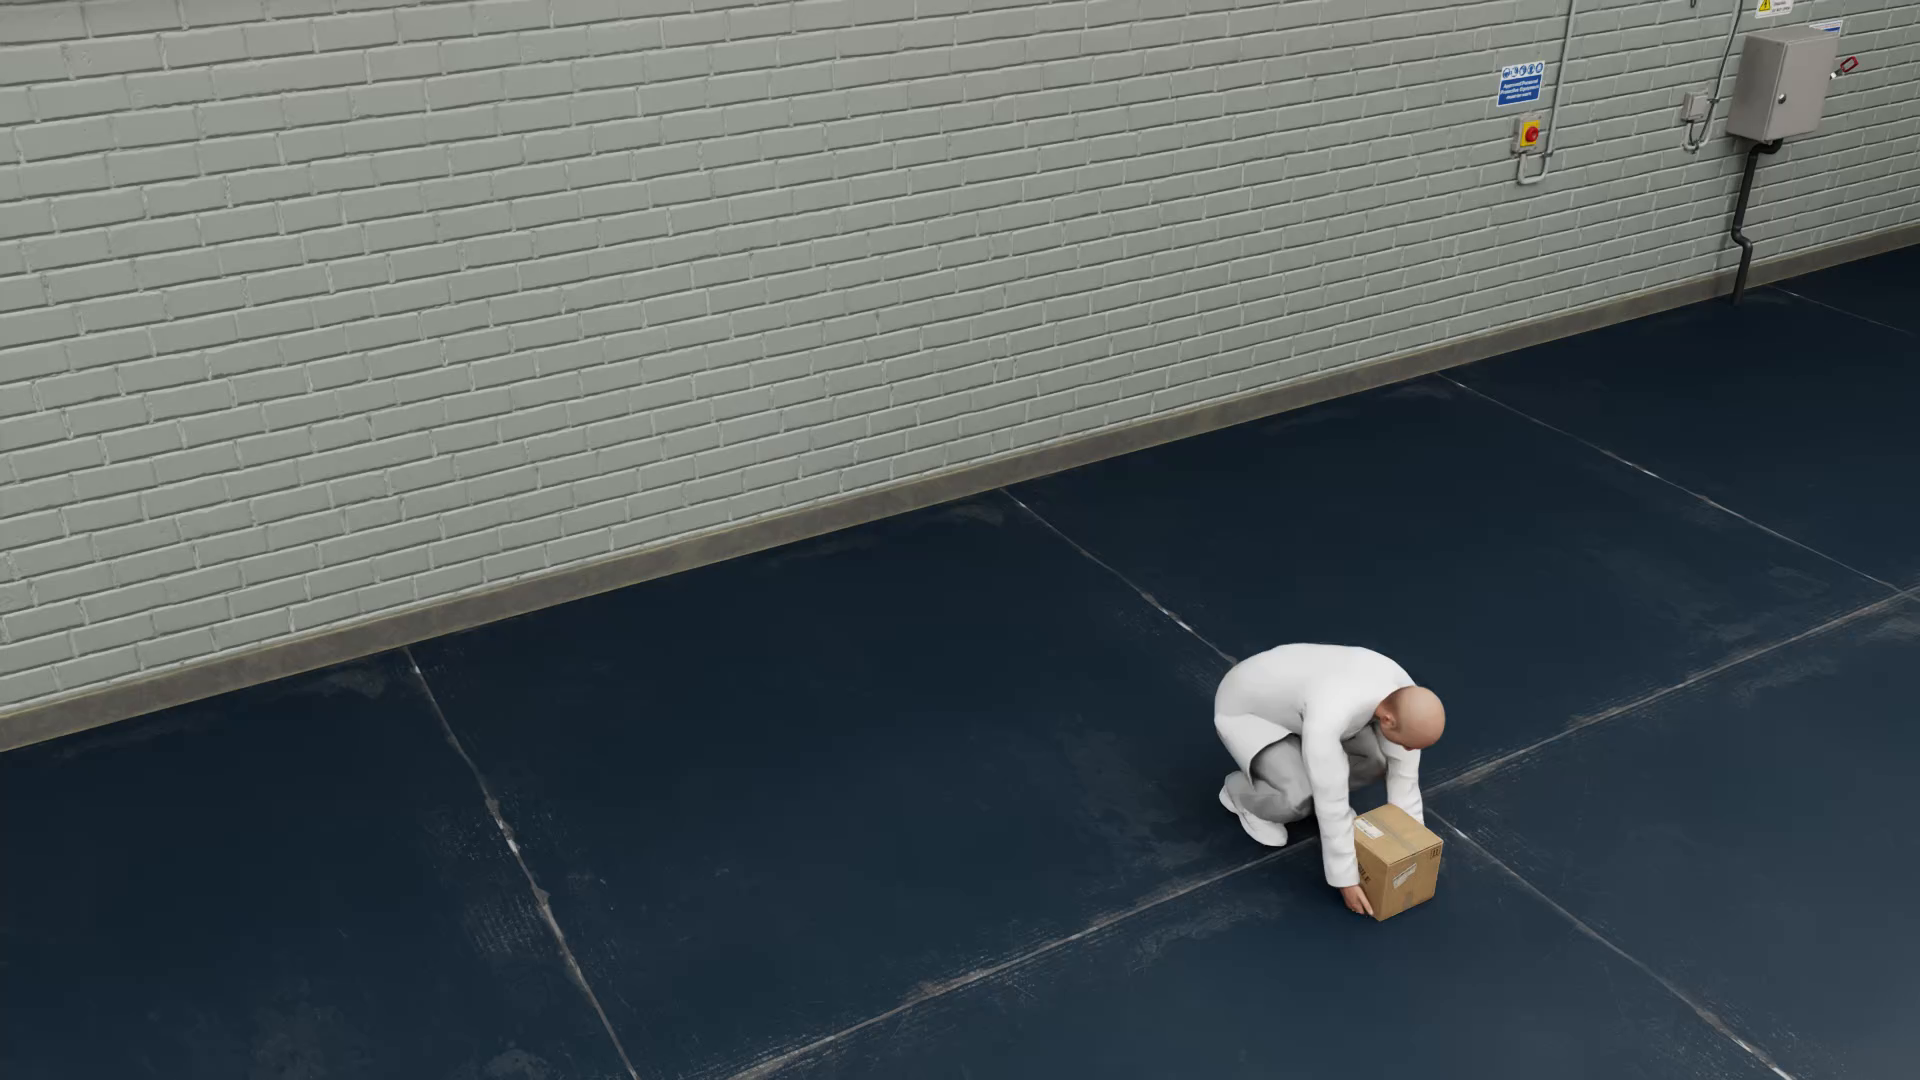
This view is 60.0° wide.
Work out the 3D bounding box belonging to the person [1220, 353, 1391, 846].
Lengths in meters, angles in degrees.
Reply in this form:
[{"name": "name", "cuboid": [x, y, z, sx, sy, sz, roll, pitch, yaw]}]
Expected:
[{"name": "person", "cuboid": [1.235, 0.252, 5.685, 0.528, 1.774, 0.558, -15, 32, -26]}]
